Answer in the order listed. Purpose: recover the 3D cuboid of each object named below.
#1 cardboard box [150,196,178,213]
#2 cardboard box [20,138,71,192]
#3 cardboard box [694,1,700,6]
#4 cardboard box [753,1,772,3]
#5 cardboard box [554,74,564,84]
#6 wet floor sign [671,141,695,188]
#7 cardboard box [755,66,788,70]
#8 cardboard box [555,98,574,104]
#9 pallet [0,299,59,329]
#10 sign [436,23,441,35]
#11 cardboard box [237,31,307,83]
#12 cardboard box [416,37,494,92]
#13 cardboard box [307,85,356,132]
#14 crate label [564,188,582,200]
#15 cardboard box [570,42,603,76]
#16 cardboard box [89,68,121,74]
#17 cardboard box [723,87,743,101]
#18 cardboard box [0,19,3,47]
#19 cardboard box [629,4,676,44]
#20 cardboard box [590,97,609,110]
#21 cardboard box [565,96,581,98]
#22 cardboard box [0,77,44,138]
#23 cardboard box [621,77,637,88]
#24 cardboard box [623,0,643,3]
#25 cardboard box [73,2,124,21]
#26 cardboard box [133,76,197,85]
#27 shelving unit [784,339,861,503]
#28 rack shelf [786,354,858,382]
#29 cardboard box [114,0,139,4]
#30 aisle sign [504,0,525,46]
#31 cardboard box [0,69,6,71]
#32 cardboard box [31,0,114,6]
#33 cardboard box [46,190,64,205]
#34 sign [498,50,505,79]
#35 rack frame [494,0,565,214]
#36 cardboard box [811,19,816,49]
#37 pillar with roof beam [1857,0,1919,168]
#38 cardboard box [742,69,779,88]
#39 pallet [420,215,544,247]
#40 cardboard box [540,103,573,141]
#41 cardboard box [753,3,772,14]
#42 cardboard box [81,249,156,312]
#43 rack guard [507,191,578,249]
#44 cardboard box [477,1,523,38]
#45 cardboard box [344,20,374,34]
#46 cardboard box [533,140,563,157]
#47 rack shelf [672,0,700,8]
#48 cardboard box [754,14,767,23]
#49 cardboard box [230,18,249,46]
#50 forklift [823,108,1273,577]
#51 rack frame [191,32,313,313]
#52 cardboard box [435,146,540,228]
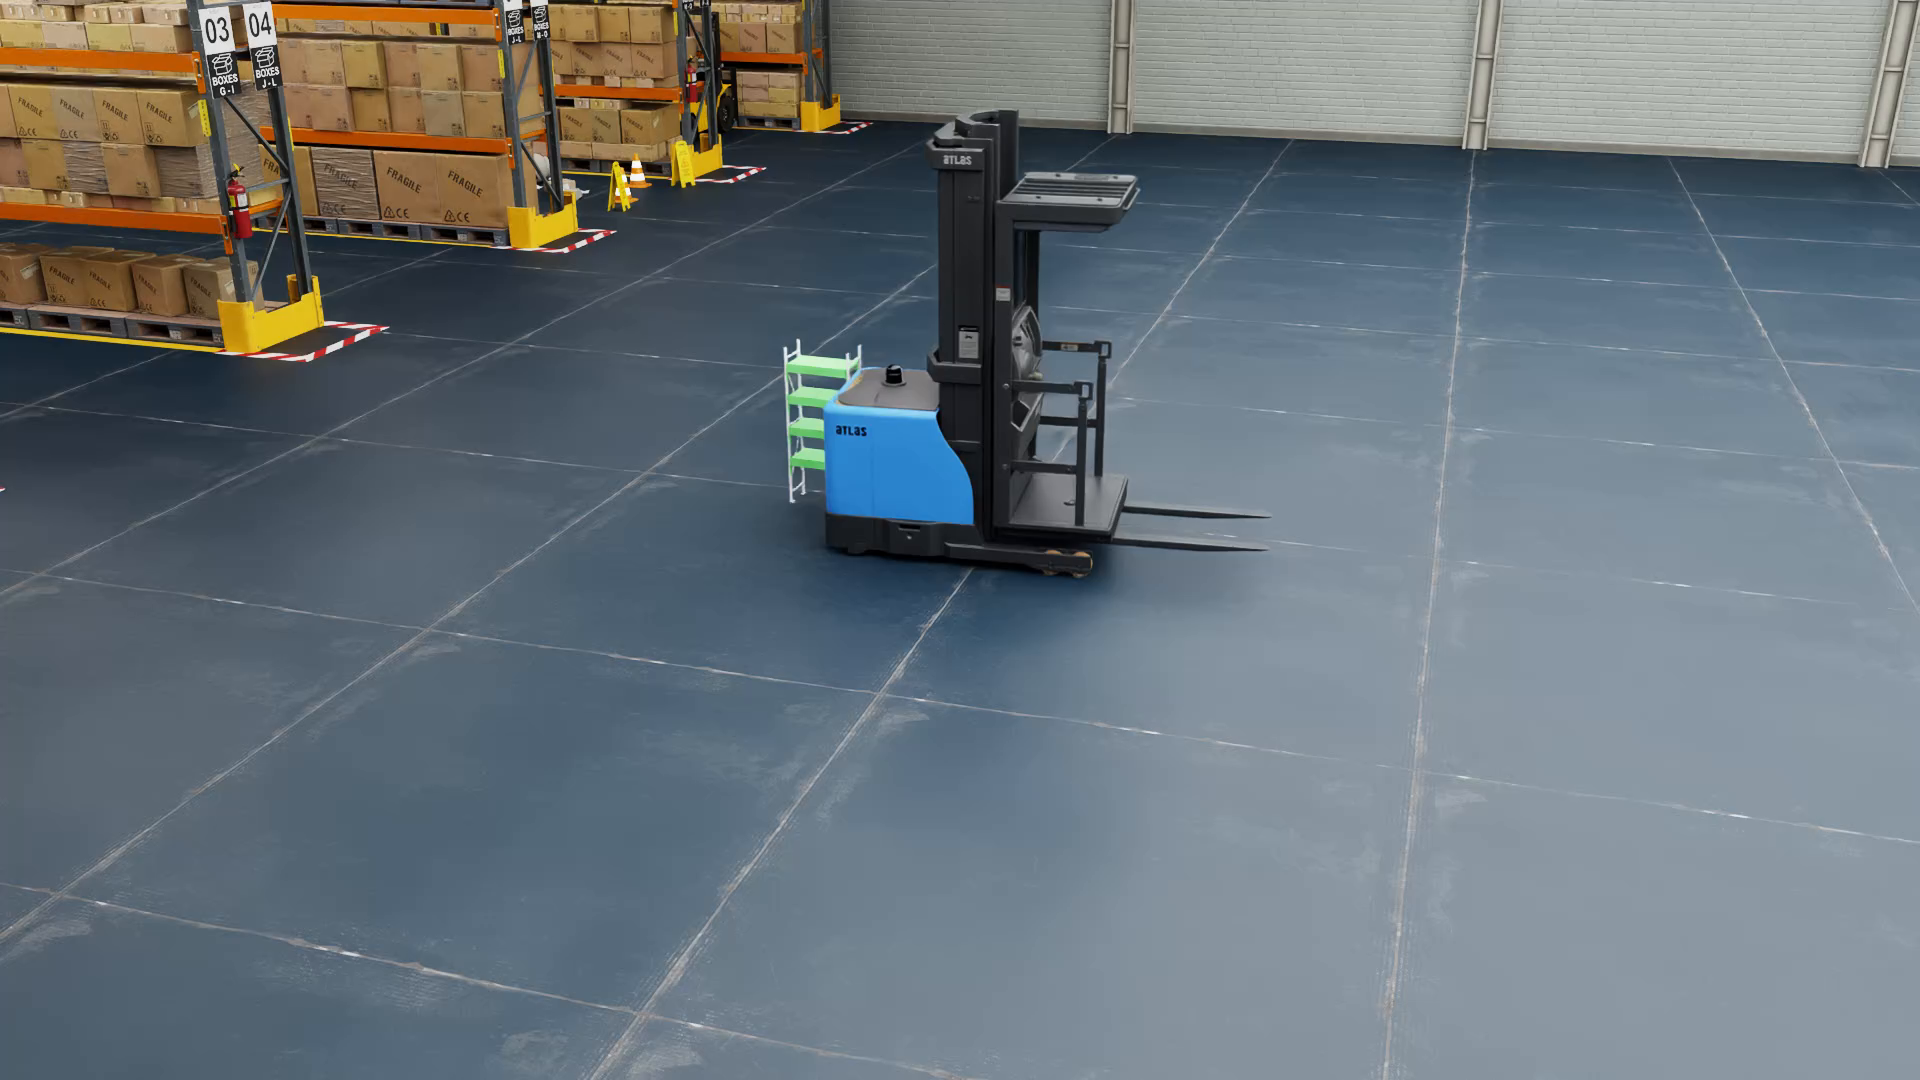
[{"bbox_3d":[-7.639,-3.298,16.188,0.250,0.149,0.380,7,23,16],"label":"cardboard box"},{"bbox_3d":[-8.786,-3.816,16.597,0.500,0.500,0.875,7,23,16],"label":"cardboard box"},{"bbox_3d":[-4.630,-9.472,29.531,0.250,0.149,0.380,7,23,16],"label":"cardboard box"},{"bbox_3d":[-3.510,-9.522,29.651,0.250,0.149,0.380,7,23,16],"label":"cardboard box"},{"bbox_3d":[-6.100,-7.032,25.292,0.250,0.149,0.380,6,23,15],"label":"cardboard box"},{"bbox_3d":[-4.077,-5.523,24.384,0.232,0.644,0.267,16,27,34],"label":"wet floor sign"},{"bbox_3d":[-3.405,-8.385,30.013,0.500,0.250,0.500,7,23,16],"label":"cardboard box"},{"bbox_3d":[-6.160,-6.652,26.115,0.500,0.500,0.500,8,24,18],"label":"cardboard box"},{"bbox_3d":[-9.989,-2.509,17.608,1.213,0.211,1.003,7,23,16],"label":"pallet"},{"bbox_3d":[-7.937,-7.794,25.293,0.005,0.325,0.100,7,23,16],"label":"sign"},{"bbox_3d":[-8.770,-6.167,21.231,0.550,0.550,0.875,7,23,16],"label":"cardboard box"},{"bbox_3d":[-6.181,-5.863,20.490,0.550,0.550,0.875,7,23,16],"label":"cardboard box"},{"bbox_3d":[-7.740,-5.530,21.102,0.550,0.550,0.875,7,23,16],"label":"cardboard box"},{"bbox_3d":[-5.500,-4.899,23.533,0.298,0.136,0.250,-5,23,-12],"label":"crate label"},{"bbox_3d":[-5.506,-7.278,25.036,0.500,0.500,0.500,6,23,15],"label":"cardboard box"},{"bbox_3d":[-11.050,-6.379,21.920,0.500,0.500,0.700,6,23,15],"label":"cardboard box"},{"bbox_3d":[-4.054,-8.027,29.797,0.500,0.250,0.500,6,23,14],"label":"cardboard box"},{"bbox_3d":[-9.305,-4.921,16.060,0.500,0.250,0.500,6,23,13],"label":"cardboard box"},{"bbox_3d":[-4.502,-7.645,24.614,0.500,0.500,0.700,6,23,14],"label":"cardboard box"},{"bbox_3d":[-5.403,-6.629,25.205,0.250,0.149,0.380,7,23,16],"label":"cardboard box"},{"bbox_3d":[-6.852,-8.413,30.903,0.625,0.625,0.875,8,24,18],"label":"cardboard box"},{"bbox_3d":[-9.327,-4.255,16.350,0.500,0.500,0.500,7,23,16],"label":"cardboard box"},{"bbox_3d":[-4.884,-6.892,24.951,0.250,0.149,0.380,6,23,15],"label":"cardboard box"},{"bbox_3d":[-5.848,-9.616,29.882,0.250,0.149,0.380,7,23,16],"label":"cardboard box"},{"bbox_3d":[-8.126,-4.994,15.712,0.250,0.149,0.380,7,23,16],"label":"cardboard box"},{"bbox_3d":[-7.737,-4.285,16.421,0.500,0.500,0.500,7,23,16],"label":"cardboard box"},{"bbox_3d":[-0.995,-0.845,12.249,0.503,1.200,0.258,8,24,18],"label":"shelving unit"},{"bbox_3d":[-0.995,-1.230,12.091,0.480,0.148,0.258,8,24,18],"label":"rack shelf"},{"bbox_3d":[-7.979,-5.169,16.138,0.250,0.149,0.380,6,23,15],"label":"cardboard box"},{"bbox_3d":[-5.302,-6.298,19.747,0.004,0.787,0.394,7,23,16],"label":"aisle sign"},{"bbox_3d":[-10.132,-4.557,17.086,0.500,0.500,0.500,7,23,16],"label":"cardboard box"},{"bbox_3d":[-8.370,-5.302,15.609,0.500,0.500,0.500,7,23,16],"label":"cardboard box"},{"bbox_3d":[-8.831,-3.440,16.536,0.250,0.149,0.380,7,23,16],"label":"cardboard box"},{"bbox_3d":[-5.453,-5.662,19.783,0.005,0.325,0.100,7,23,16],"label":"sign"},{"bbox_3d":[-5.283,-5.212,20.525,0.127,3.000,1.000,7,23,16],"label":"rack frame"},{"bbox_3d":[-2.914,-9.027,29.693,0.500,0.500,0.500,7,23,17],"label":"cardboard box"},{"bbox_3d":[13.063,-8.468,20.556,0.400,9.000,9.100,7,23,16],"label":"pillar with roof beam"},{"bbox_3d":[-3.542,-8.202,29.564,0.500,0.250,0.500,7,23,16],"label":"cardboard box"},{"bbox_3d":[-6.072,-3.981,21.198,1.213,0.211,1.003,7,23,15],"label":"pallet"},{"bbox_3d":[-6.281,-6.455,25.635,0.500,0.500,0.500,8,24,18],"label":"cardboard box"},{"bbox_3d":[-3.427,-9.307,29.129,0.250,0.149,0.380,7,23,17],"label":"cardboard box"},{"bbox_3d":[-8.582,-2.662,17.048,0.500,0.500,0.500,9,24,20],"label":"cardboard box"},{"bbox_3d":[-5.260,-4.053,20.993,0.348,0.500,1.175,7,23,16],"label":"rack guard"},{"bbox_3d":[-6.939,-7.916,25.274,0.500,0.500,0.700,7,23,16],"label":"cardboard box"},{"bbox_3d":[-9.256,-7.919,26.045,0.500,0.500,0.500,7,23,17],"label":"cardboard box"},{"bbox_3d":[-6.270,-6.108,25.778,0.500,0.250,0.500,6,23,15],"label":"cardboard box"},{"bbox_3d":[-5.865,-8.296,25.038,4.000,0.370,1.077,7,23,16],"label":"rack shelf"},{"bbox_3d":[-3.417,-9.176,29.202,0.250,0.149,0.380,7,23,17],"label":"cardboard box"},{"bbox_3d":[-7.199,-4.886,15.975,0.500,0.250,0.500,7,23,17],"label":"cardboard box"},{"bbox_3d":[0.635,-1.326,11.141,3.031,2.935,1.130,5,23,11],"label":"forklift"},{"bbox_3d":[-6.813,-3.421,16.158,0.127,3.000,1.000,7,23,16],"label":"rack frame"},{"bbox_3d":[-5.952,-4.474,20.971,0.875,0.875,0.875,7,23,16],"label":"cardboard box"}]
